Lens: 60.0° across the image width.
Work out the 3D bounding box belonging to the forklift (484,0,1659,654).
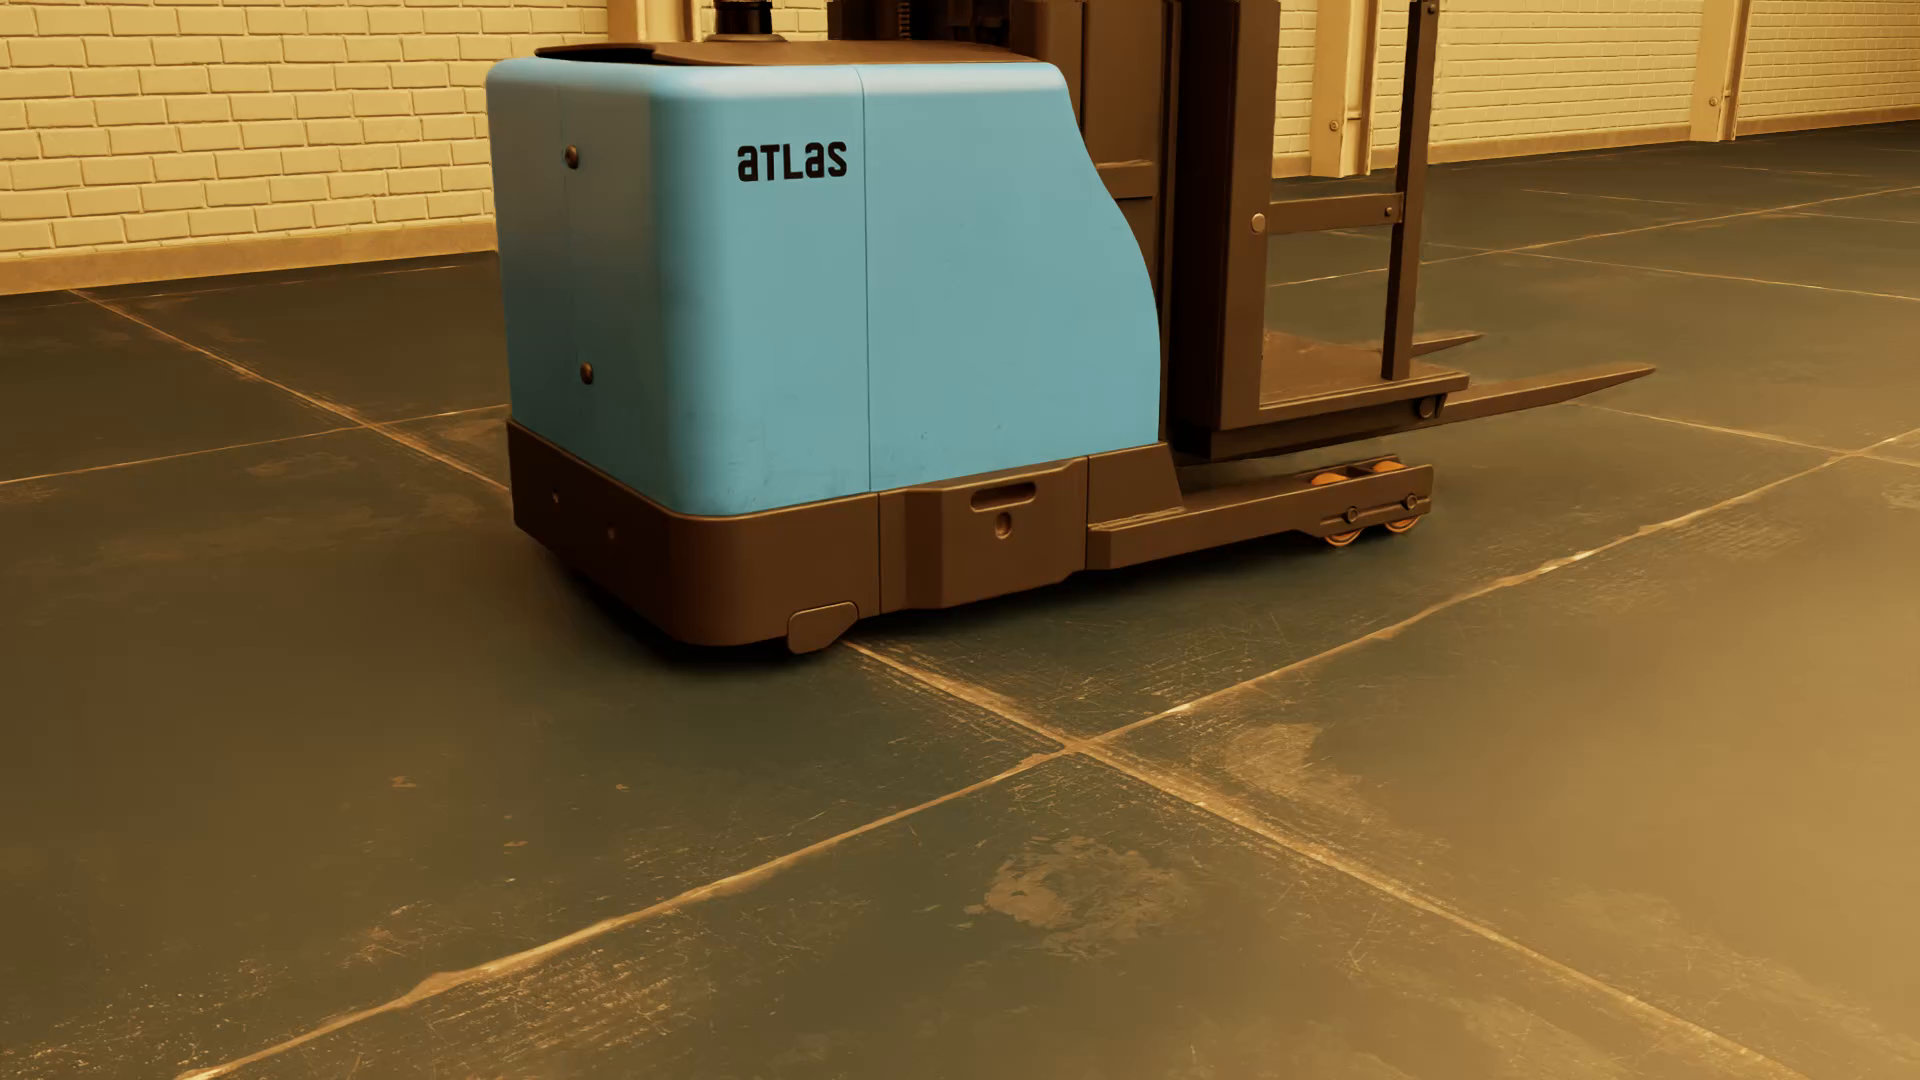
[{"bbox_3d":[0.508,-1.505,3.749,3.031,2.935,1.130,-11,21,-32],"label":"forklift"}]
